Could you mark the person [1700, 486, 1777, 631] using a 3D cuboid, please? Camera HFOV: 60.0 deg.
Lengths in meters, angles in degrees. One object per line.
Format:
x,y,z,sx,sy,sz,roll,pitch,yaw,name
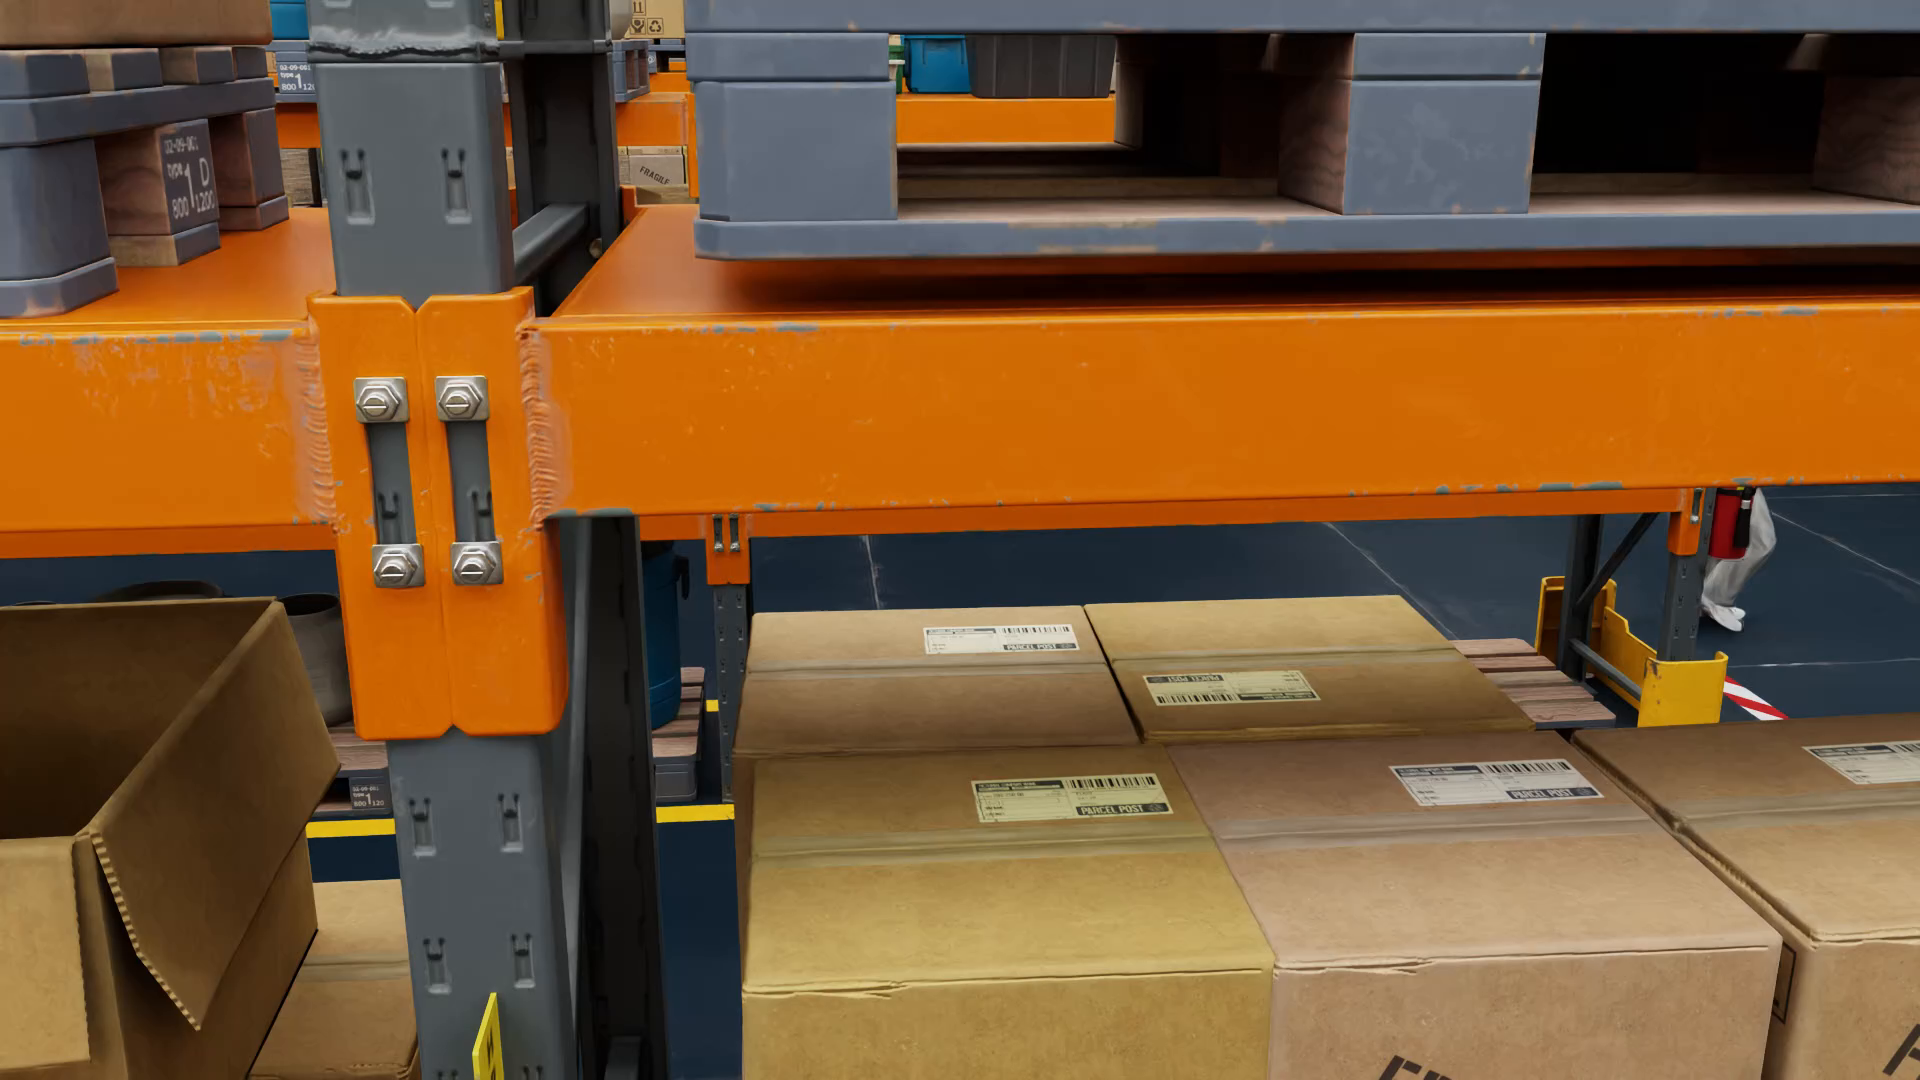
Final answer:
4.033,-0.326,8.578,0.467,1.660,0.515,13,21,37,person
